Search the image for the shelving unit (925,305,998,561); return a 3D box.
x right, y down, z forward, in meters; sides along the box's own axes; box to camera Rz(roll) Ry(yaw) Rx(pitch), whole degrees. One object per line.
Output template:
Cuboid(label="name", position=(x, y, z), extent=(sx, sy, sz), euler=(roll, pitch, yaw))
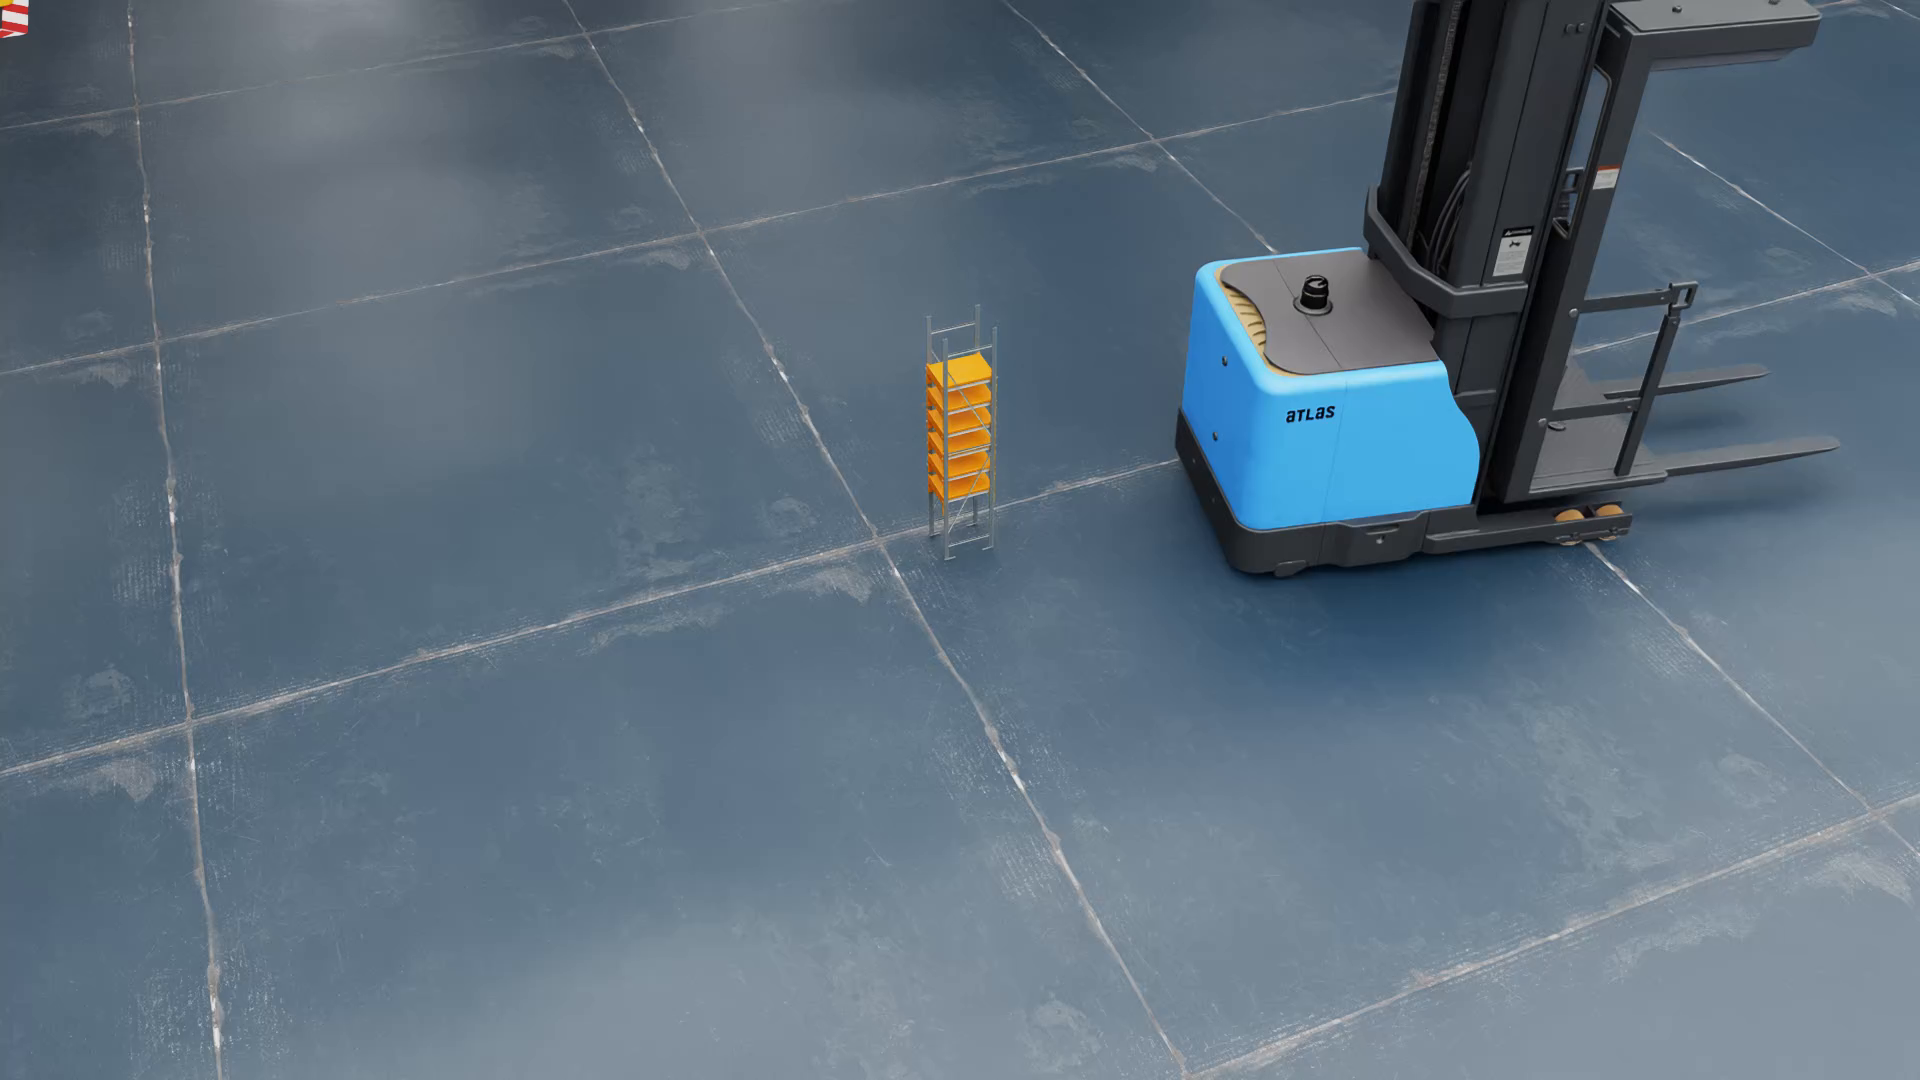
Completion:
Cuboid(label="shelving unit", position=(0.006, -0.446, 7.267), extent=(0.258, 1.200, 0.189), euler=(-15, 43, -17))

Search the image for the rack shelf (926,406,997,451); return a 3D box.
Cuboid(label="rack shelf", position=(0.006, -0.504, 7.218), extent=(0.258, 0.103, 0.180), euler=(-15, 43, -17))

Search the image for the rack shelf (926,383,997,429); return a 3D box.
Cuboid(label="rack shelf", position=(0.006, -0.594, 7.140), extent=(0.258, 0.103, 0.180), euler=(-15, 43, -17))

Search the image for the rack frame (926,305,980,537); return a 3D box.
Cuboid(label="rack frame", position=(-0.029, -0.501, 7.331), extent=(0.240, 1.200, 0.006), euler=(-15, 43, -17))

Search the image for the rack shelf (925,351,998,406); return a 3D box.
Cuboid(label="rack shelf", position=(0.006, -0.685, 7.062), extent=(0.258, 0.103, 0.180), euler=(-15, 43, -17))

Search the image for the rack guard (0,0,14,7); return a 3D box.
Cuboid(label="rack guard", position=(-7.583, -4.091, 12.043), extent=(1.175, 0.500, 0.348), euler=(-15, 43, -17))

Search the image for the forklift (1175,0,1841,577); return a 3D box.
Cuboid(label="forklift", position=(2.614, -1.418, 7.070), extent=(3.031, 2.935, 1.130), euler=(-7, 41, -8))

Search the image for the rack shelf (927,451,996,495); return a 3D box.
Cuboid(label="rack shelf", position=(0.006, -0.322, 7.374), extent=(0.258, 0.103, 0.180), euler=(-15, 43, -17))

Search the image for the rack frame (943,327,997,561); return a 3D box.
Cuboid(label="rack frame", position=(0.041, -0.391, 7.203), extent=(0.240, 1.200, 0.006), euler=(-15, 43, -17))

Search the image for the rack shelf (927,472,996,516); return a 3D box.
Cuboid(label="rack shelf", position=(0.006, -0.231, 7.453), extent=(0.258, 0.103, 0.180), euler=(-15, 43, -17))

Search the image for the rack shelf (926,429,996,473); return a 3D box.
Cuboid(label="rack shelf", position=(0.006, -0.413, 7.296), extent=(0.258, 0.103, 0.180), euler=(-15, 43, -17))
